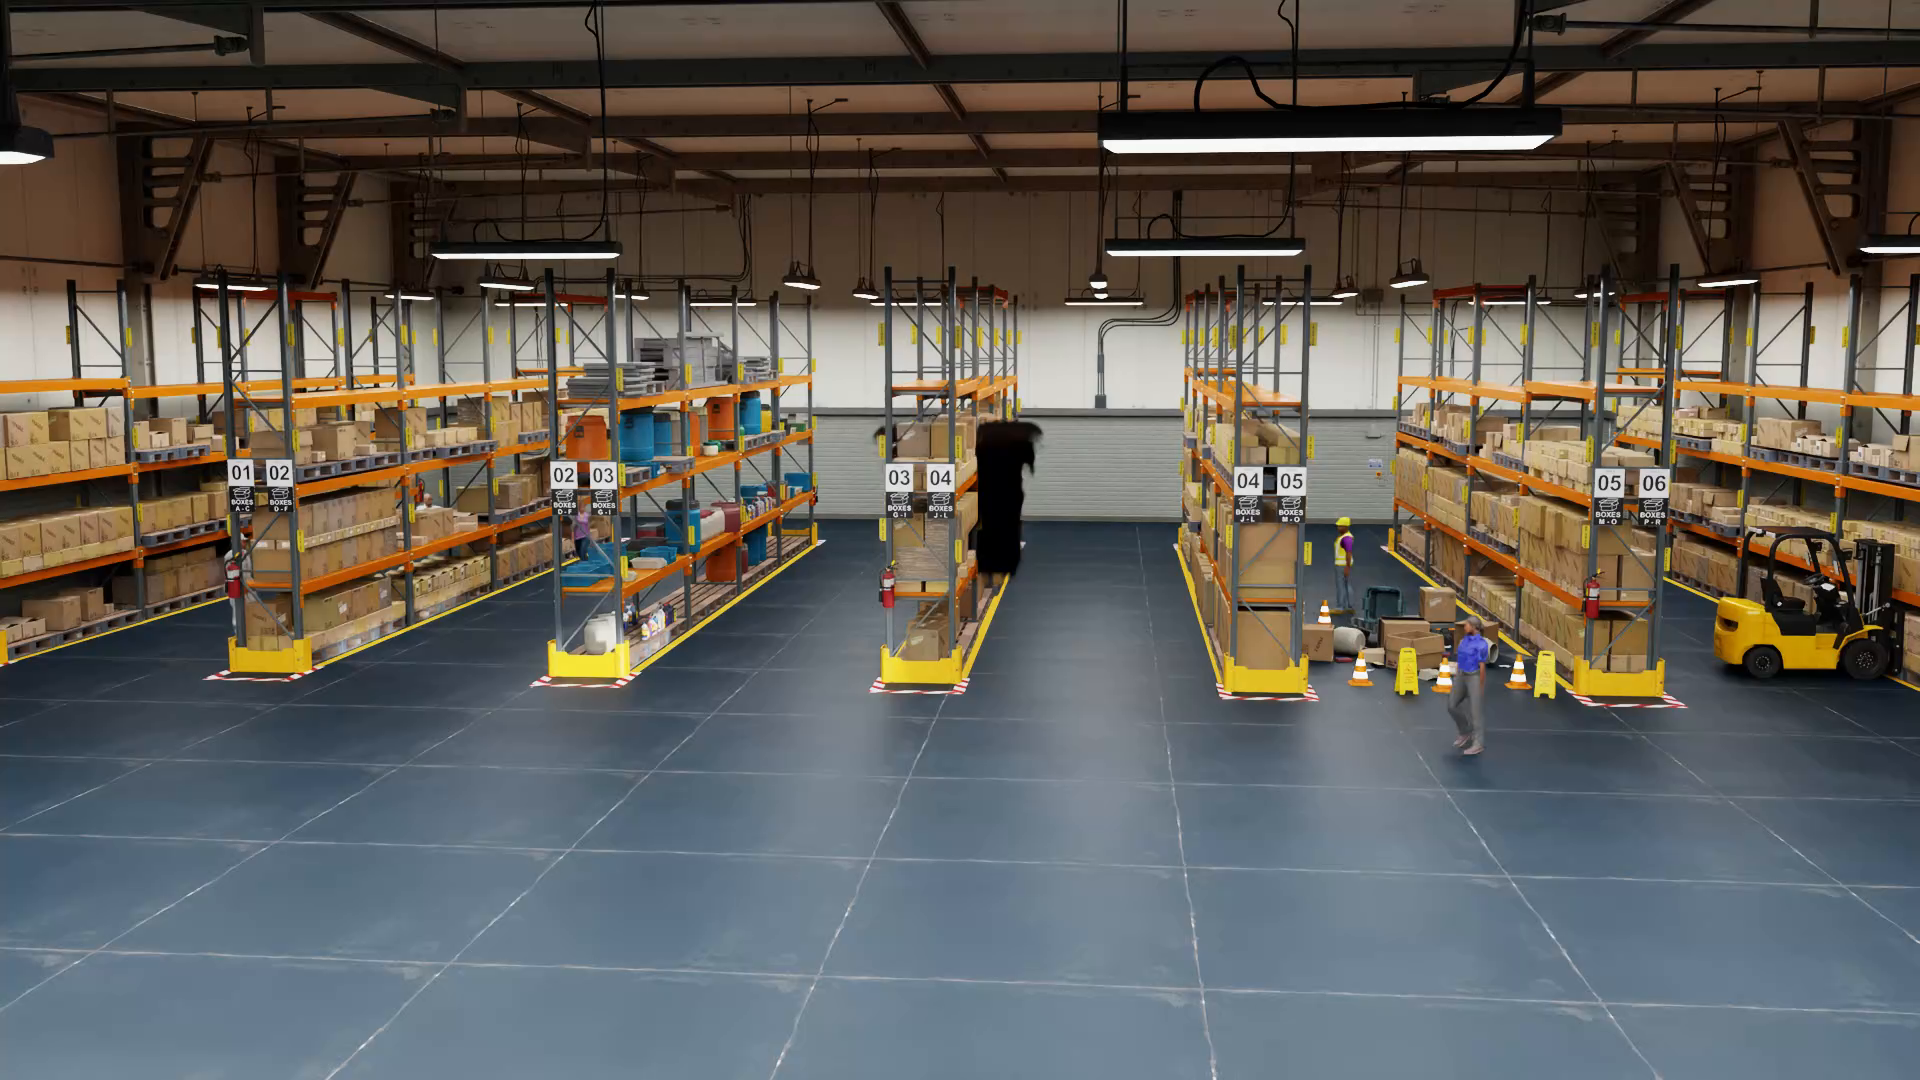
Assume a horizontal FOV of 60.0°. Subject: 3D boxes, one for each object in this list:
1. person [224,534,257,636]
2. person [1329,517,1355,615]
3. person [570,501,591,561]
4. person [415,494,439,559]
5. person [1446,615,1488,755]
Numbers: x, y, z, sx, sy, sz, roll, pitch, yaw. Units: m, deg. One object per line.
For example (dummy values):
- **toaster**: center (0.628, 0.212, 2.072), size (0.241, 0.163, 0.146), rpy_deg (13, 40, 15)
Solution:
- **person**: center (-11.928, 0.774, 27.621), size (0.428, 1.795, 0.613), rpy_deg (5, 8, 33)
- **person**: center (6.966, 0.465, 30.246), size (0.459, 1.772, 0.591), rpy_deg (4, 8, 28)
- **person**: center (-8.016, -0.051, 35.221), size (0.402, 1.556, 0.823), rpy_deg (0, 7, 3)
- **person**: center (-11.139, -0.097, 34.741), size (0.533, 1.747, 1.019), rpy_deg (1, 7, 8)
- **person**: center (6.182, 1.743, 20.165), size (0.398, 1.673, 0.509), rpy_deg (-3, 8, -23)
